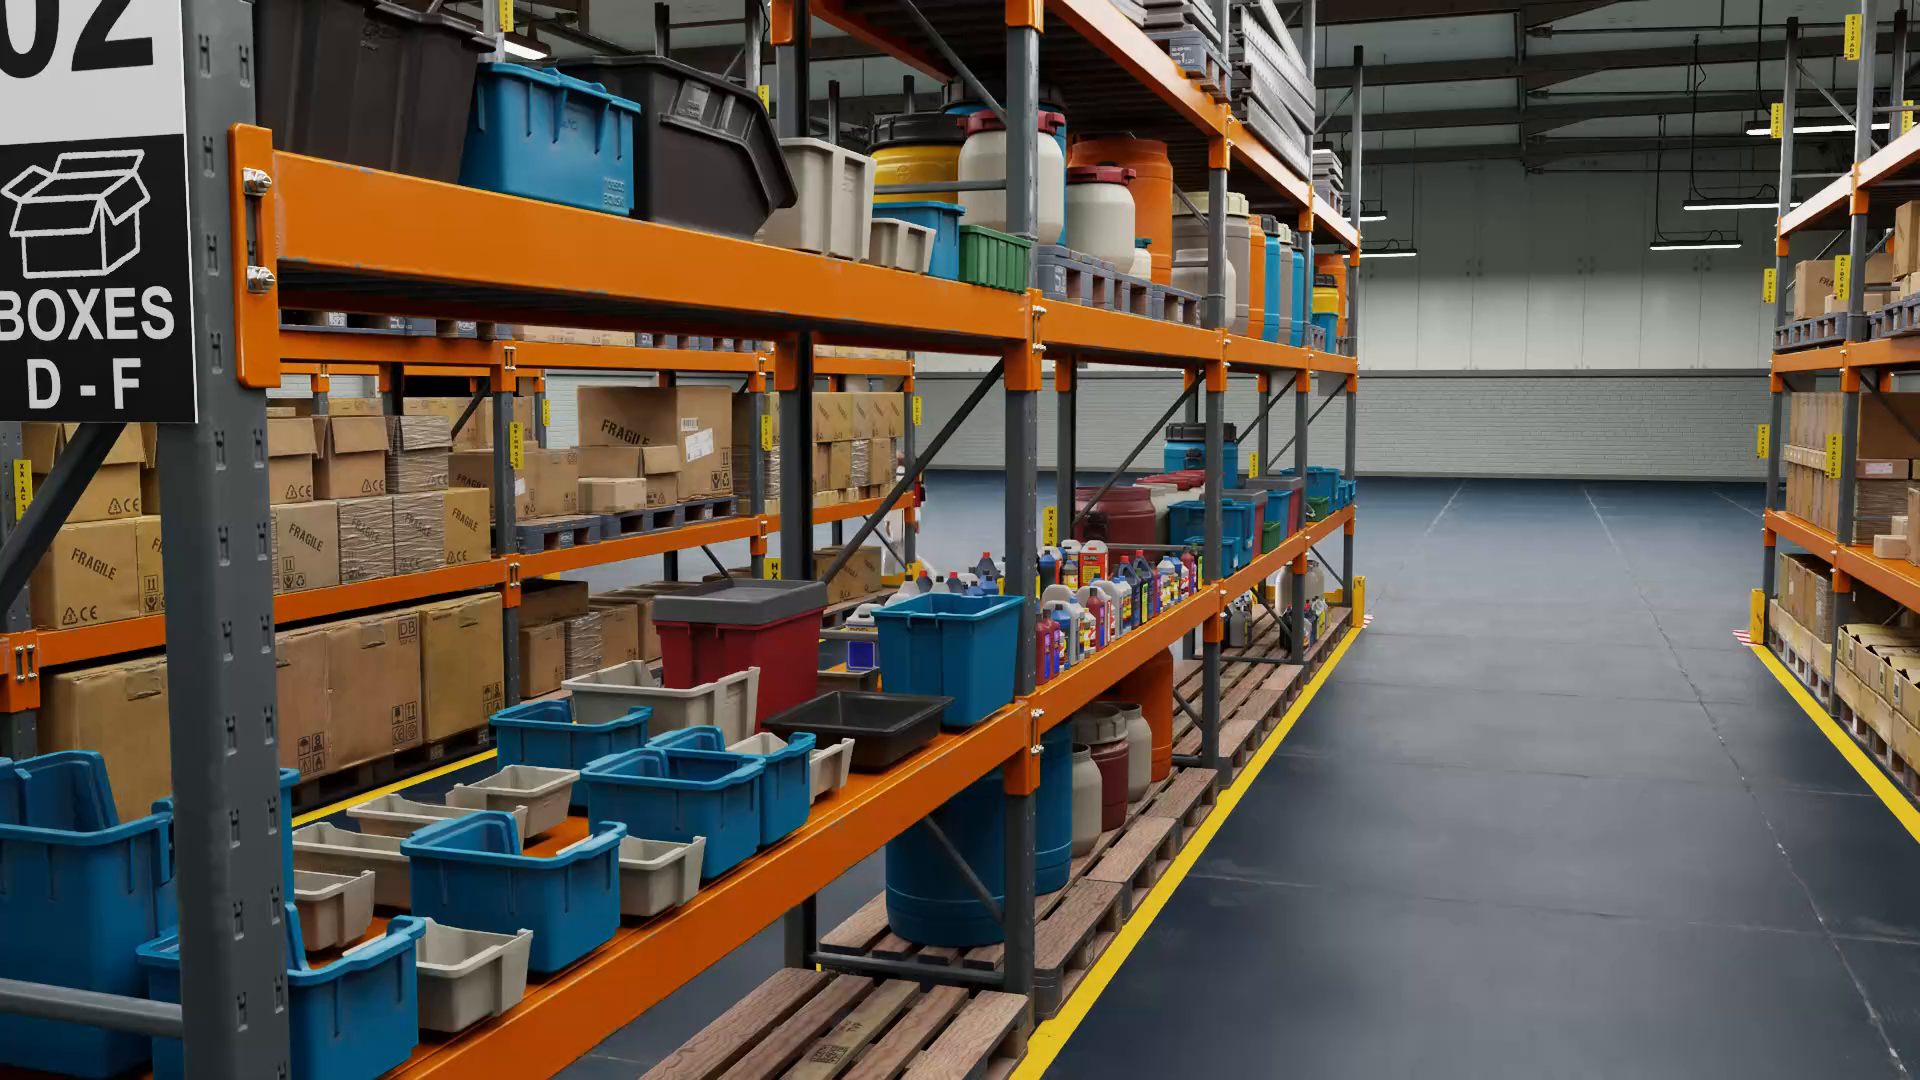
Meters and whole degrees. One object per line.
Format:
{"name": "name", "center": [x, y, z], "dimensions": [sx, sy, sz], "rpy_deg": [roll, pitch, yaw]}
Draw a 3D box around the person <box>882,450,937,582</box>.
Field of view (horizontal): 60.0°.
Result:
{"name": "person", "center": [-0.717, -0.237, 20.438], "dimensions": [1.081, 1.740, 0.600], "rpy_deg": [2, 6, 26]}
